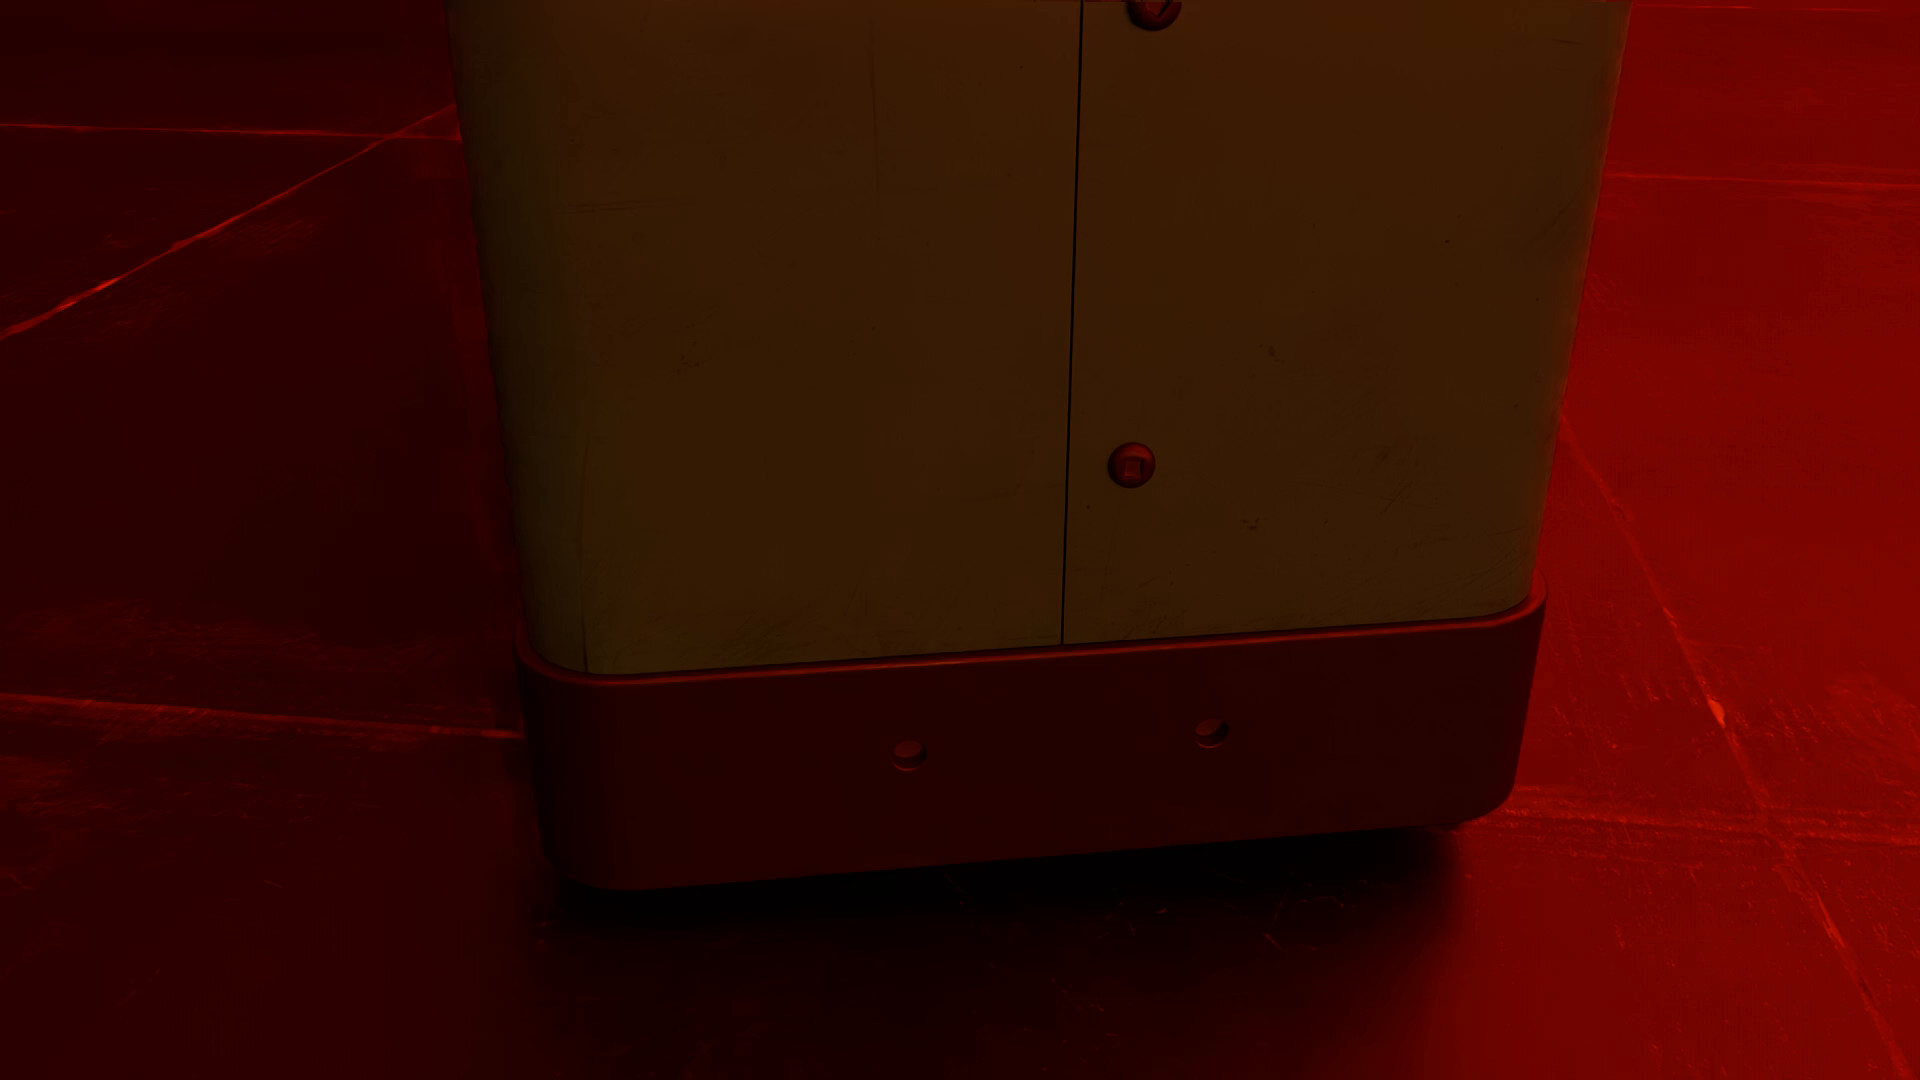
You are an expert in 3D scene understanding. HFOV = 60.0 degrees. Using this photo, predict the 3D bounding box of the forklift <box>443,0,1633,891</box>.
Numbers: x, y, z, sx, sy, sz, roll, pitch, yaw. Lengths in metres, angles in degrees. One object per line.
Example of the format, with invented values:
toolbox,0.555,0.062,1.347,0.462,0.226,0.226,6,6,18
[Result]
forklift,-0.101,-1.595,2.414,1.130,2.935,3.031,-3,27,-7
